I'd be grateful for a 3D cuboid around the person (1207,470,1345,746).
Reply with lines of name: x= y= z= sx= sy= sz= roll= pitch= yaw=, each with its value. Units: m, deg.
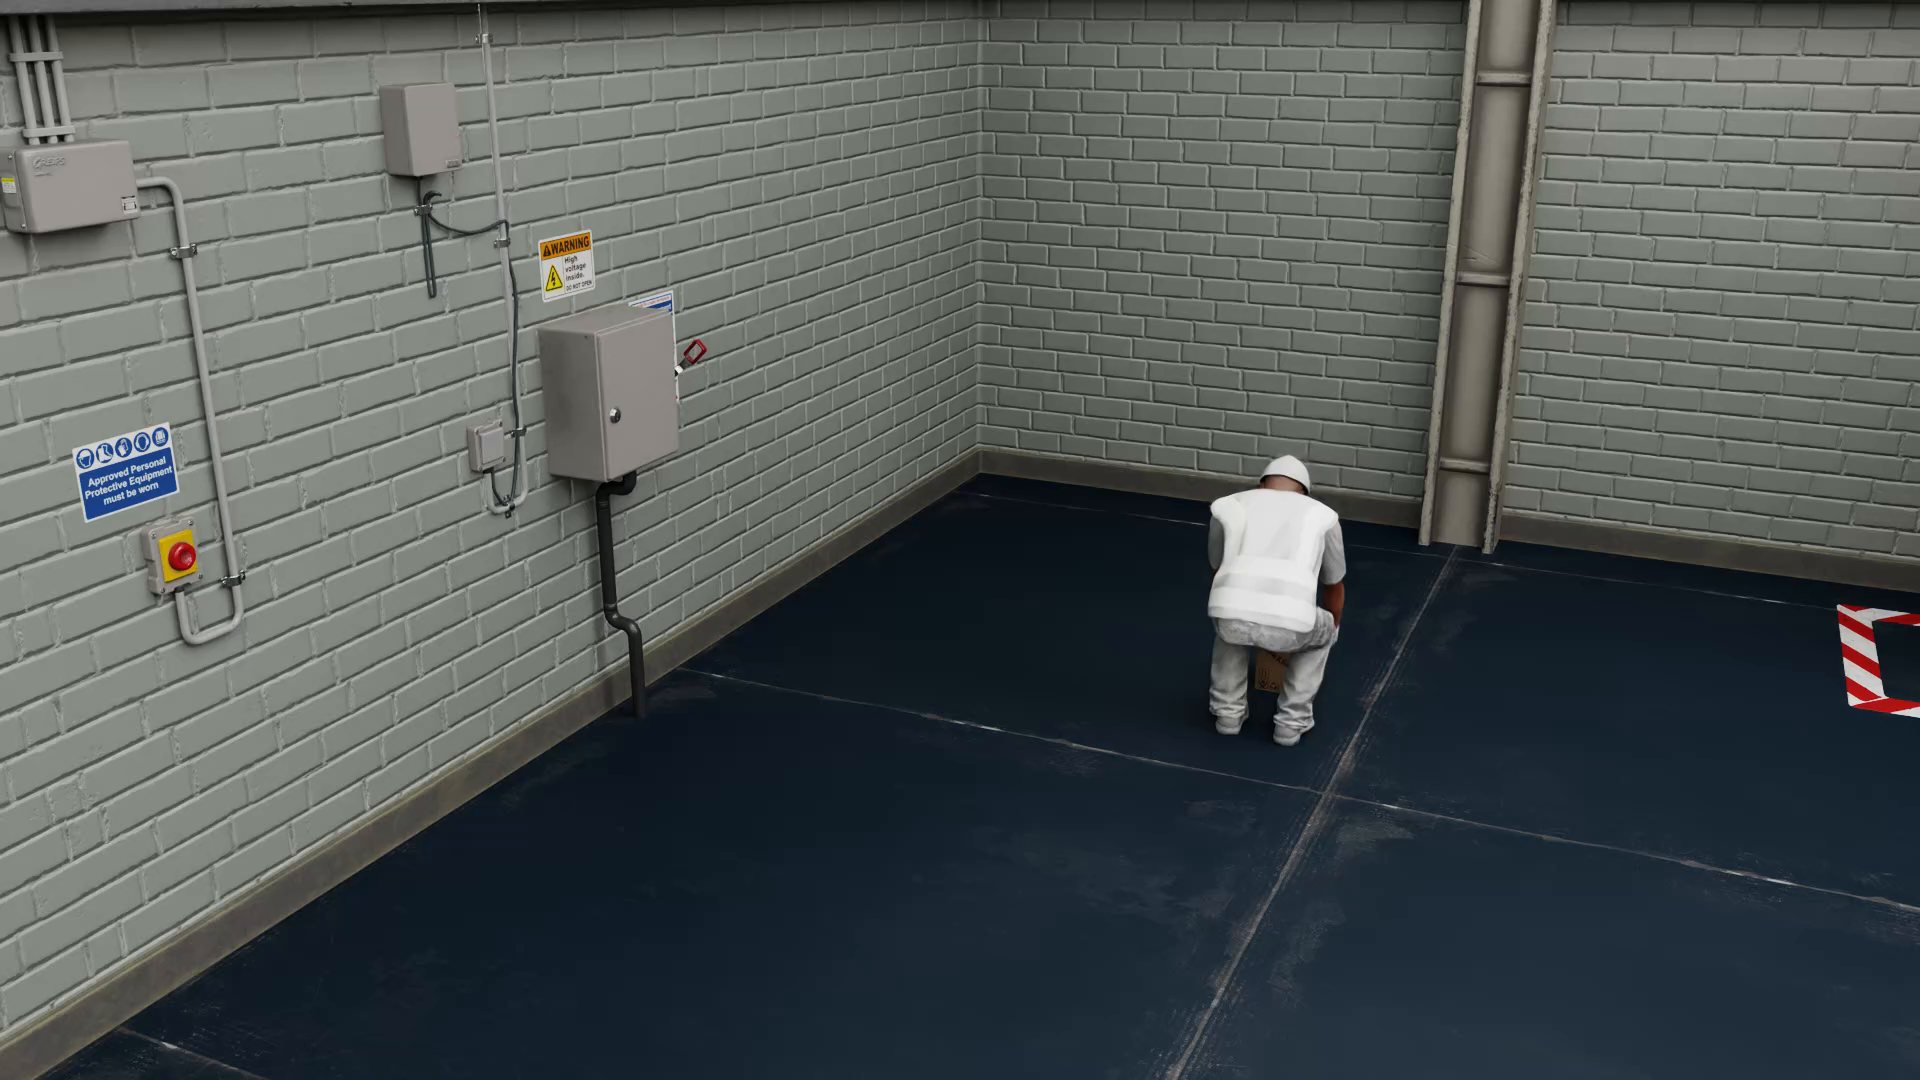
person: x=1.284 y=0.279 z=6.946 sx=0.574 sy=0.992 sz=0.909 roll=8 pitch=20 yaw=23
